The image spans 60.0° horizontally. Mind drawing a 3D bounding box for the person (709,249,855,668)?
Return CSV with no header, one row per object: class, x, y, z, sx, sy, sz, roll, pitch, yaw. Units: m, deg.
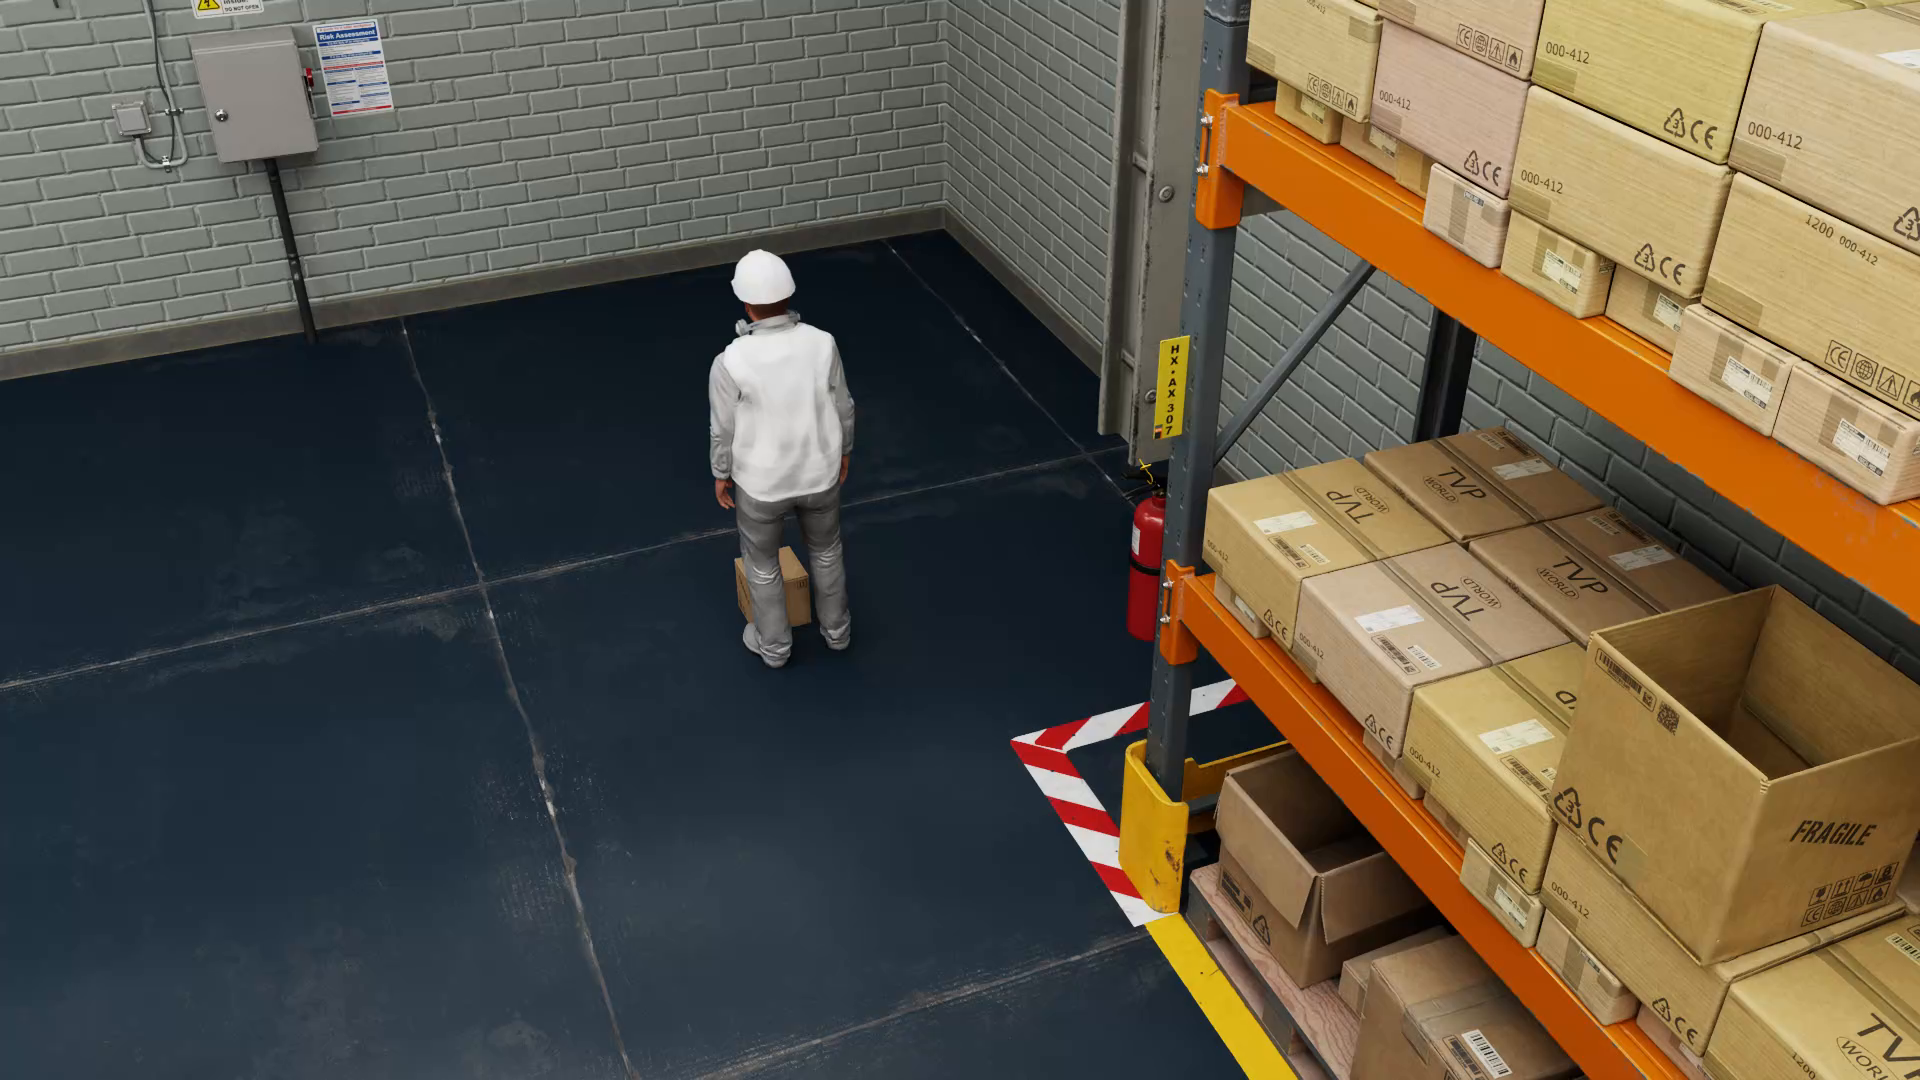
person,-0.693,-0.289,6.556,0.581,1.772,0.460,-13,35,-19
